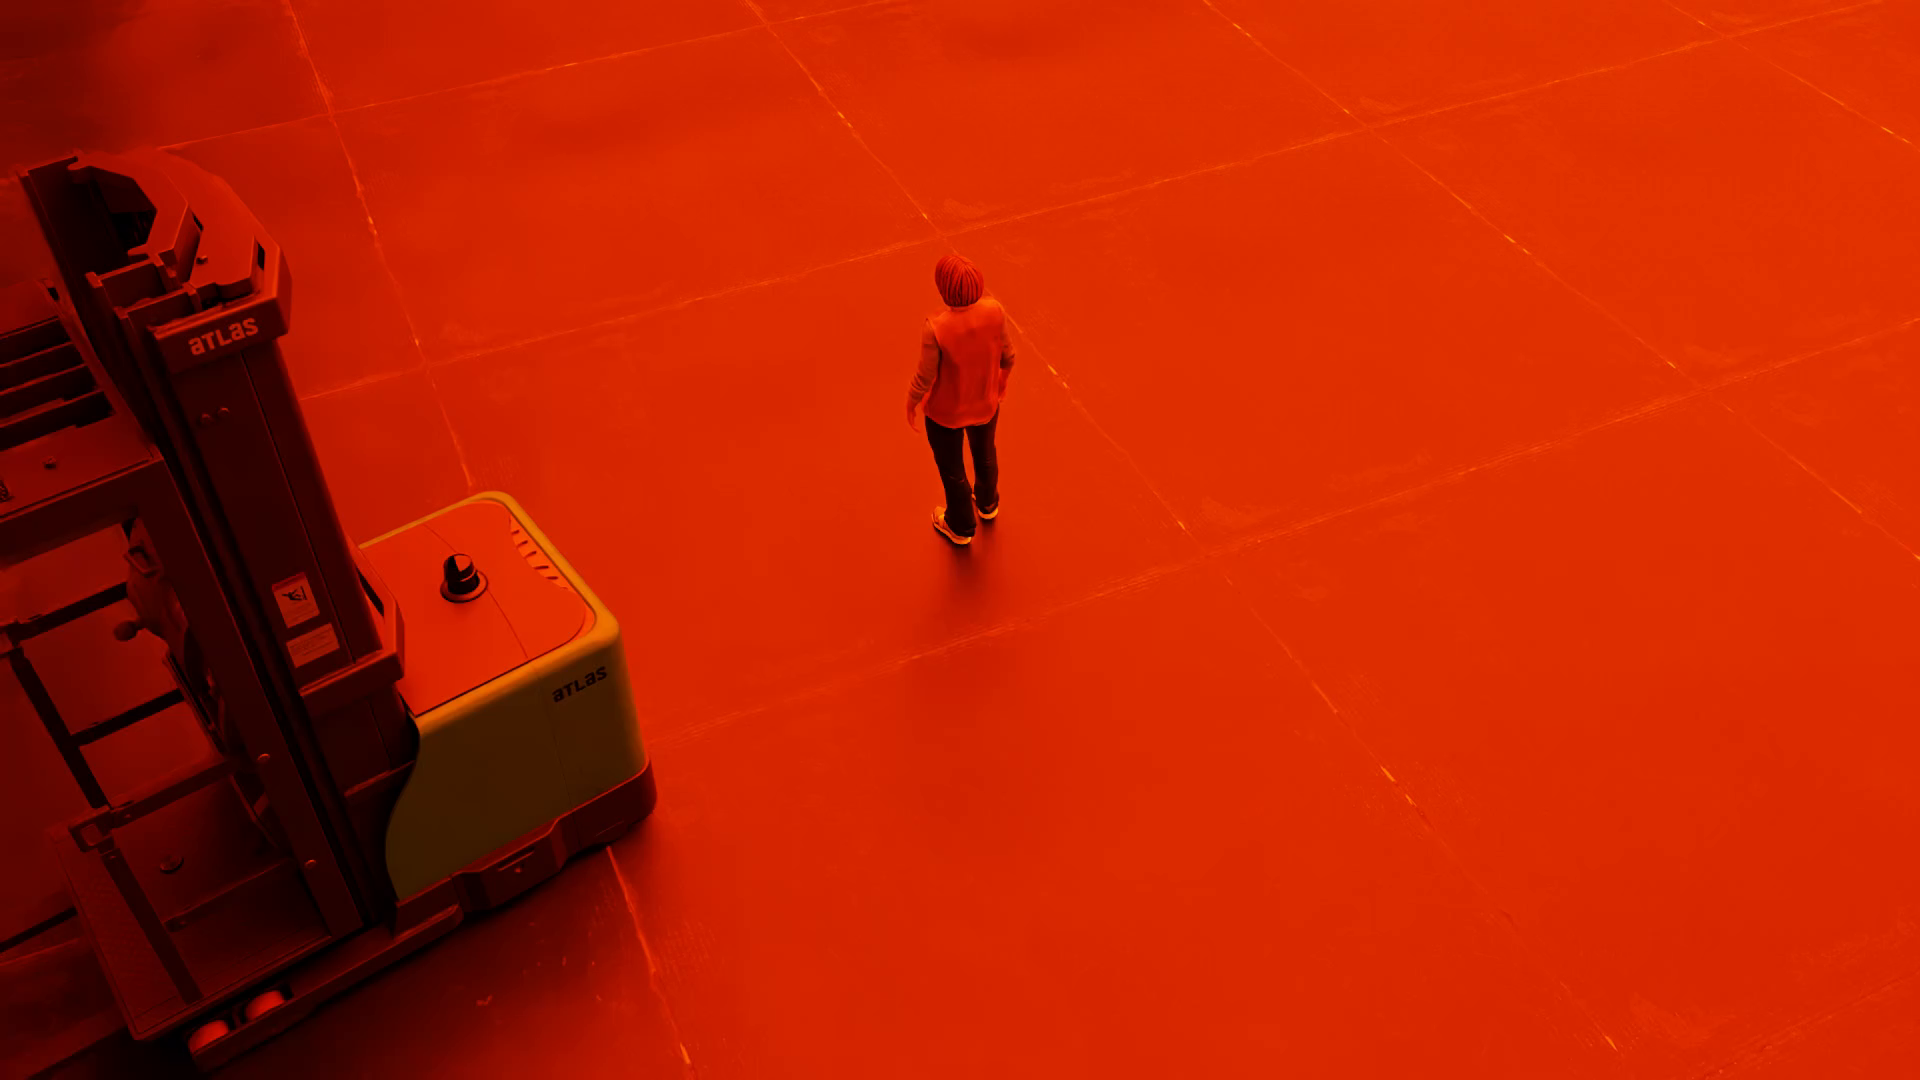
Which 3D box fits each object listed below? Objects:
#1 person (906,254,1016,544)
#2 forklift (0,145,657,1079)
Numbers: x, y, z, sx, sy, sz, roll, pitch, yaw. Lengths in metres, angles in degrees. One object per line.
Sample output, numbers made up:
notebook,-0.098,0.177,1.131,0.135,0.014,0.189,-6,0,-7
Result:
person,-0.019,-0.639,7.333,0.521,1.599,0.473,-18,46,-18
forklift,-2.686,0.366,5.288,3.031,2.935,1.130,-27,50,-26
